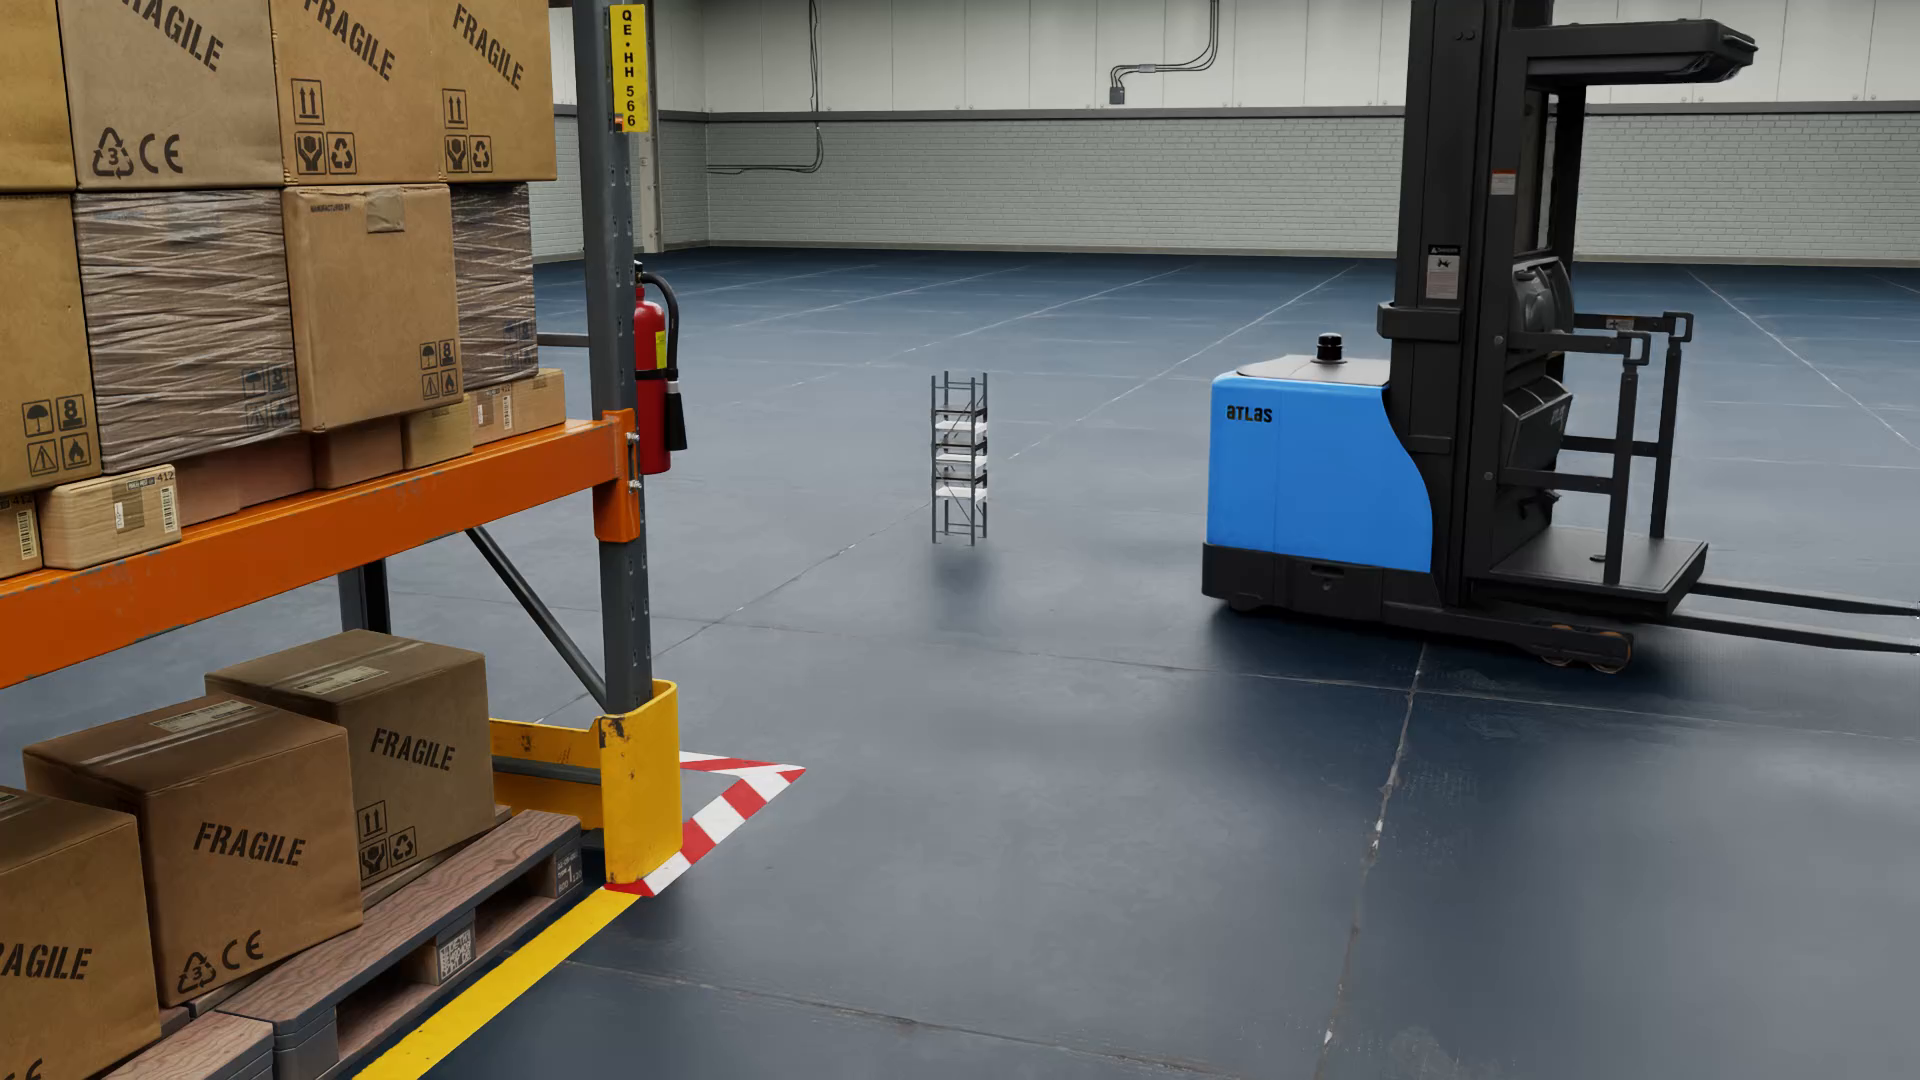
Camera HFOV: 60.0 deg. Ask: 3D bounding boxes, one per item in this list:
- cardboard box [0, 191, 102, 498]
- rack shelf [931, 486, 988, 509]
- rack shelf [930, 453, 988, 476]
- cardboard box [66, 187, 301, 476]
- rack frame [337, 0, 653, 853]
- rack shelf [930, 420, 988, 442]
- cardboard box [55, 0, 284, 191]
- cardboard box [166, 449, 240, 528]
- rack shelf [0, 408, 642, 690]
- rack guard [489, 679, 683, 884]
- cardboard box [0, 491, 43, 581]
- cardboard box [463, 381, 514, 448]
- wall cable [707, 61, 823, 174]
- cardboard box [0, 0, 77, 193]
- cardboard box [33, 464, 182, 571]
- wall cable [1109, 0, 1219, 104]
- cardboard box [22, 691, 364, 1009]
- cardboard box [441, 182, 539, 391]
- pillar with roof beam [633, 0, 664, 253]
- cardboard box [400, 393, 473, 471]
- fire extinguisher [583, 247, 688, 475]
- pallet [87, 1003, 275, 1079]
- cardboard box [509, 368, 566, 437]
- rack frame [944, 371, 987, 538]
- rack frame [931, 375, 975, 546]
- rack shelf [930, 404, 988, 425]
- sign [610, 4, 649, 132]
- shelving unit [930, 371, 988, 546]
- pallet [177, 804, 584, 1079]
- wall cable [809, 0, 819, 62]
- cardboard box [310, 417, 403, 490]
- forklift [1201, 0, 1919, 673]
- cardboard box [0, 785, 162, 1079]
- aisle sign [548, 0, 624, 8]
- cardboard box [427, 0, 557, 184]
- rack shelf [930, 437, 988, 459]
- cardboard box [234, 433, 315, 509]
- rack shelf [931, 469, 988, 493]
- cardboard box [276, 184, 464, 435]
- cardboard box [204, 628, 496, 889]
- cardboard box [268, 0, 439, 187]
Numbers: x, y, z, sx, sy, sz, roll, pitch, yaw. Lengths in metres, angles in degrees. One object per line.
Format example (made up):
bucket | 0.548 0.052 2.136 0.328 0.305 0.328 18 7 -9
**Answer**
cardboard box | -2.023 -0.336 2.827 0.875 0.500 0.500 4 14 18
rack shelf | -0.003 -0.229 8.928 0.258 0.077 0.200 4 14 18
rack shelf | -0.003 -0.405 8.888 0.258 0.077 0.200 4 14 18
cardboard box | -1.851 -0.441 3.285 0.875 0.500 0.500 4 14 18
rack frame | -1.396 -0.577 4.775 1.000 3.000 0.127 4 14 18
rack shelf | -0.003 -0.580 8.848 0.258 0.077 0.200 4 14 18
cardboard box | -1.660 -0.914 3.110 0.500 0.500 0.500 4 14 18
cardboard box | -1.682 -0.115 3.316 0.380 0.149 0.250 4 14 18
rack shelf | -2.043 0.195 3.010 1.077 0.370 4.000 4 14 18
rack guard | -1.420 0.658 4.983 1.175 0.500 0.348 4 14 18
cardboard box | -1.825 -0.009 2.849 0.380 0.149 0.250 4 14 18
cardboard box | -1.374 -0.327 4.244 0.380 0.149 0.250 4 14 18
wall cable | -4.638 -9.818 38.758 3.097 2.526 0.112 4 14 18
cardboard box | -1.830 -0.809 2.652 0.500 0.500 0.500 4 14 18
cardboard box | -1.679 -0.056 3.058 0.380 0.149 0.250 4 14 18
wall cable | 4.340 -12.303 35.025 2.305 6.003 0.169 4 14 18
cardboard box | -1.775 0.696 3.873 0.500 0.500 0.500 9 15 33
cardboard box | -1.600 -0.657 4.232 0.875 0.500 0.500 4 14 18
pillar with roof beam | -2.769 -10.497 34.754 9.100 9.000 0.400 4 14 18
cardboard box | -1.406 -0.271 3.997 0.380 0.149 0.250 4 14 18
fire extinguisher | -0.923 -0.530 4.743 0.296 0.674 0.183 4 14 18
pallet | -2.113 1.223 3.155 1.003 0.211 1.213 4 14 18
cardboard box | -1.293 -0.380 4.475 0.380 0.149 0.250 4 14 18
rack frame | 0.030 -0.458 8.974 0.240 0.900 0.006 4 14 18
rack frame | -0.036 -0.416 8.787 0.240 0.900 0.006 4 14 18
rack shelf | -0.003 -0.668 8.828 0.258 0.077 0.200 4 14 18
sign | -0.877 -1.251 4.417 0.100 0.325 0.005 4 14 18
shelving unit | -0.003 -0.437 8.880 0.258 0.900 0.210 4 14 18
pallet | -1.717 0.967 4.277 1.003 0.211 1.213 4 14 18
wall cable | -2.078 -12.085 37.343 3.097 2.526 0.112 4 14 18
cardboard box | -1.502 -0.219 3.772 0.380 0.149 0.250 4 14 18
forklift | 2.628 -1.030 6.915 3.031 2.935 1.130 8 15 31
cardboard box | -1.995 0.826 3.302 0.500 0.500 0.500 6 14 24
aisle sign | -1.092 -1.836 4.448 0.394 0.787 0.004 4 14 18
cardboard box | -1.340 -1.125 4.034 0.500 0.500 0.500 4 14 18
rack shelf | -0.003 -0.492 8.868 0.258 0.077 0.200 4 14 18
cardboard box | -1.622 -0.169 3.554 0.380 0.149 0.250 4 14 18
rack shelf | -0.003 -0.317 8.908 0.258 0.077 0.200 4 14 18
cardboard box | -1.648 -0.543 3.733 0.875 0.500 0.500 4 14 18
cardboard box | -1.614 0.567 4.435 0.500 0.500 0.500 7 15 29
cardboard box | -1.496 -1.019 3.571 0.500 0.500 0.500 4 14 18
